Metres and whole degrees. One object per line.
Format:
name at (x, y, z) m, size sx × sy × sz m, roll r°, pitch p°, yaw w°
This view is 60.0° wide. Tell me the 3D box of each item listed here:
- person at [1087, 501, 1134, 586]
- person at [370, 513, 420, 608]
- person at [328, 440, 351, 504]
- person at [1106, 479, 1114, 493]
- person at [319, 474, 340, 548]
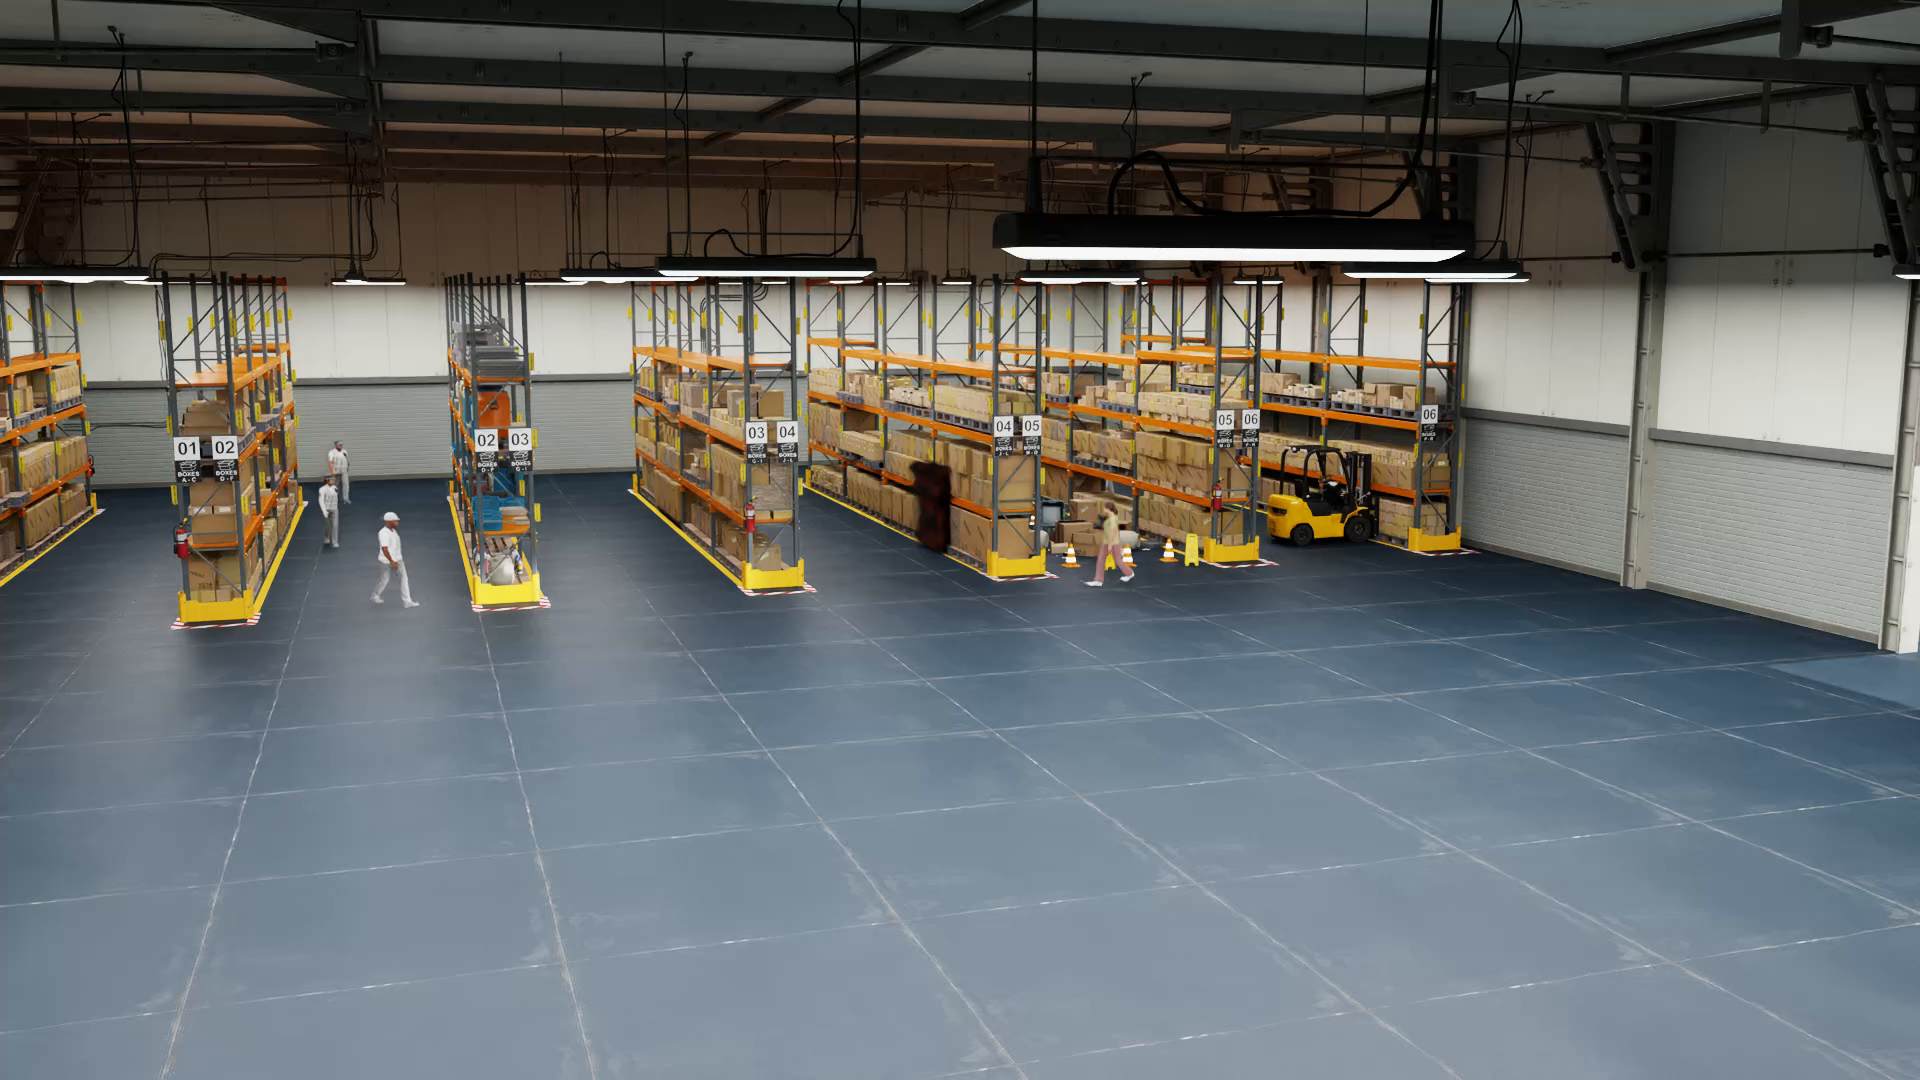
person at (2.951, 0.068, 32.201) m, size 0.984 × 1.642 × 0.415 m, roll -7°, pitch 11°, yaw -39°
person at (-10.256, 0.370, 29.956) m, size 1.020 × 1.732 × 0.501 m, roll 6°, pitch 10°, yaw 33°
person at (-16.611, -1.828, 44.470) m, size 0.525 × 1.717 × 1.003 m, roll -5°, pitch 10°, yaw -30°
person at (3.939, -2.041, 45.717) m, size 0.674 × 1.770 × 0.639 m, roll -1°, pitch 9°, yaw -9°
person at (-14.032, -0.660, 37.016) m, size 0.433 × 1.623 × 0.989 m, roll -3°, pitch 9°, yaw -20°
